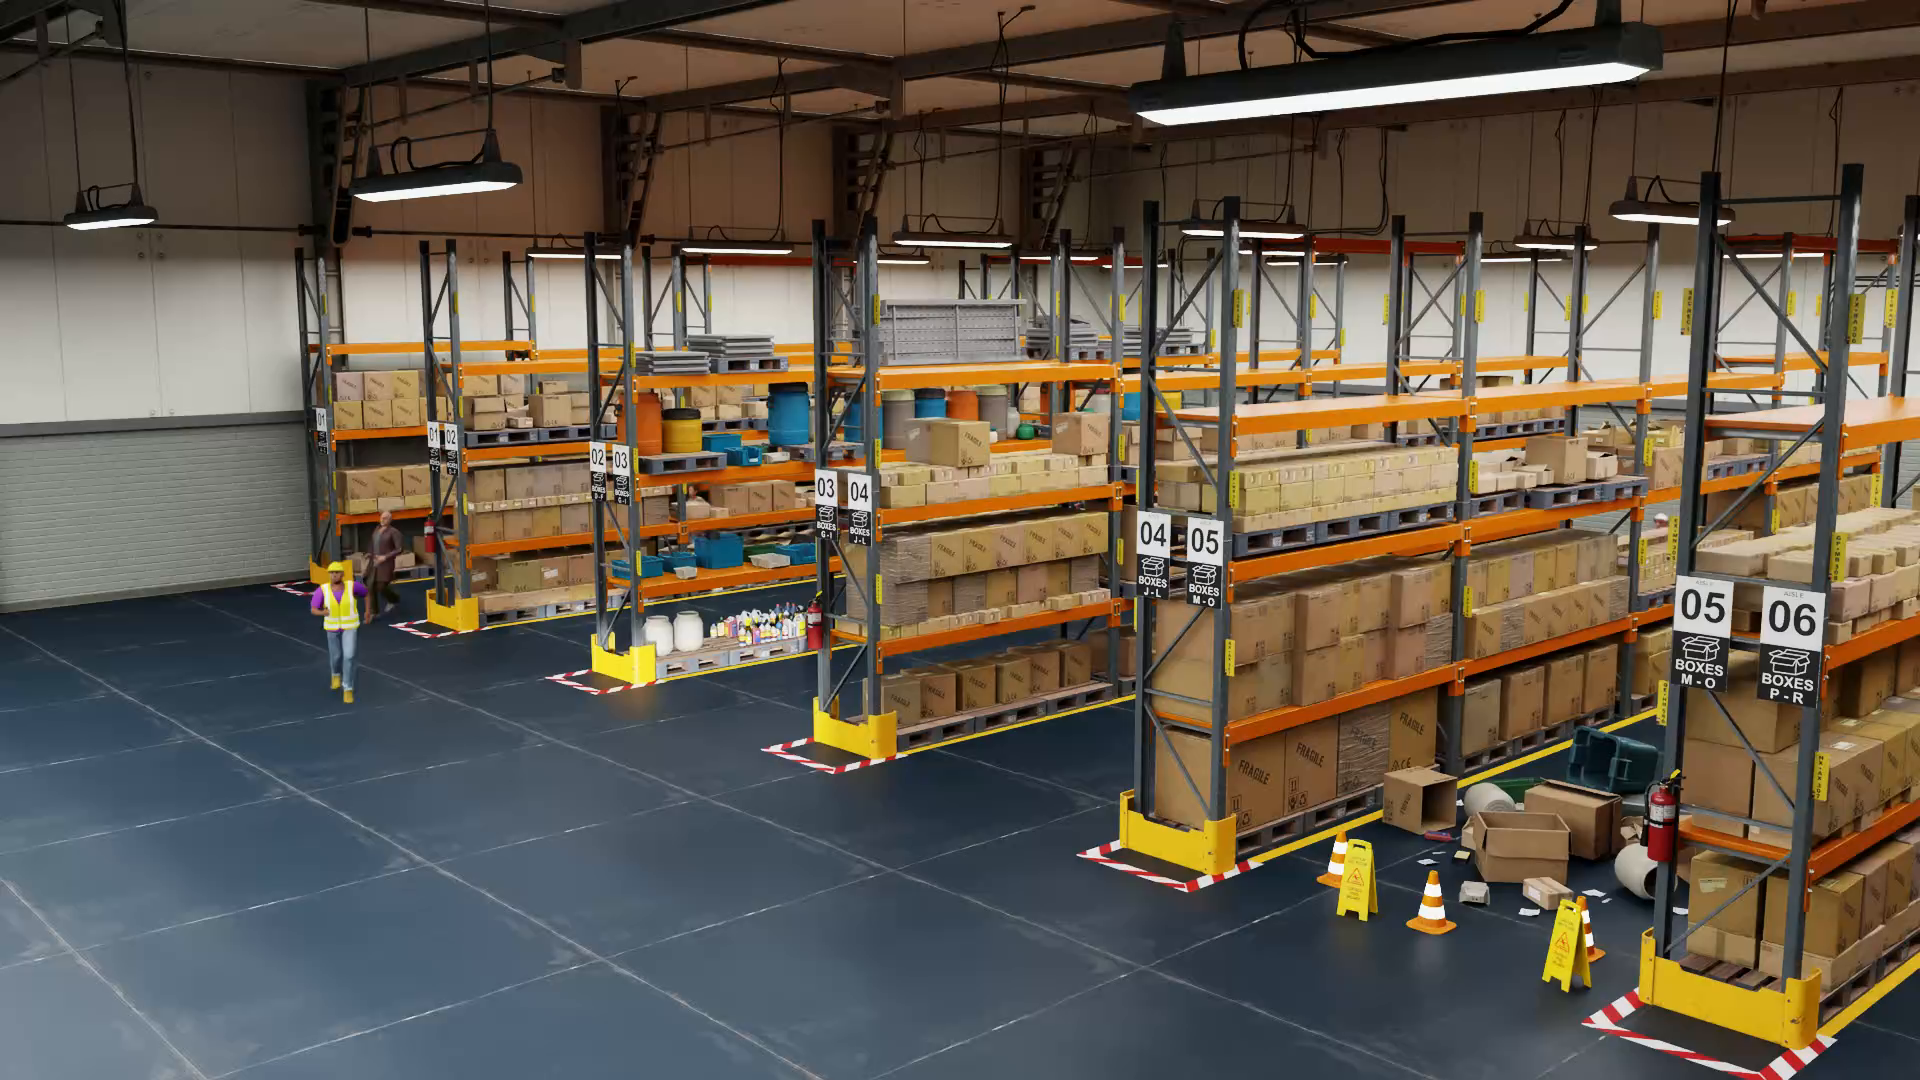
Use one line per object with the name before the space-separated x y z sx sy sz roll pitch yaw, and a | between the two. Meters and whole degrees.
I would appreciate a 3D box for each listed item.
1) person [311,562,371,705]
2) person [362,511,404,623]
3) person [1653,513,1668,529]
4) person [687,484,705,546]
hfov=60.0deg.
person | -7.969 1.159 21.445 0.711 1.806 0.940 -2 9 -15
person | -9.202 0.411 26.661 0.740 1.772 0.862 3 9 20
person | 10.884 0.489 25.936 0.748 1.827 0.657 -7 11 -38
person | -5.003 -0.276 31.759 0.564 1.619 0.587 6 11 38
